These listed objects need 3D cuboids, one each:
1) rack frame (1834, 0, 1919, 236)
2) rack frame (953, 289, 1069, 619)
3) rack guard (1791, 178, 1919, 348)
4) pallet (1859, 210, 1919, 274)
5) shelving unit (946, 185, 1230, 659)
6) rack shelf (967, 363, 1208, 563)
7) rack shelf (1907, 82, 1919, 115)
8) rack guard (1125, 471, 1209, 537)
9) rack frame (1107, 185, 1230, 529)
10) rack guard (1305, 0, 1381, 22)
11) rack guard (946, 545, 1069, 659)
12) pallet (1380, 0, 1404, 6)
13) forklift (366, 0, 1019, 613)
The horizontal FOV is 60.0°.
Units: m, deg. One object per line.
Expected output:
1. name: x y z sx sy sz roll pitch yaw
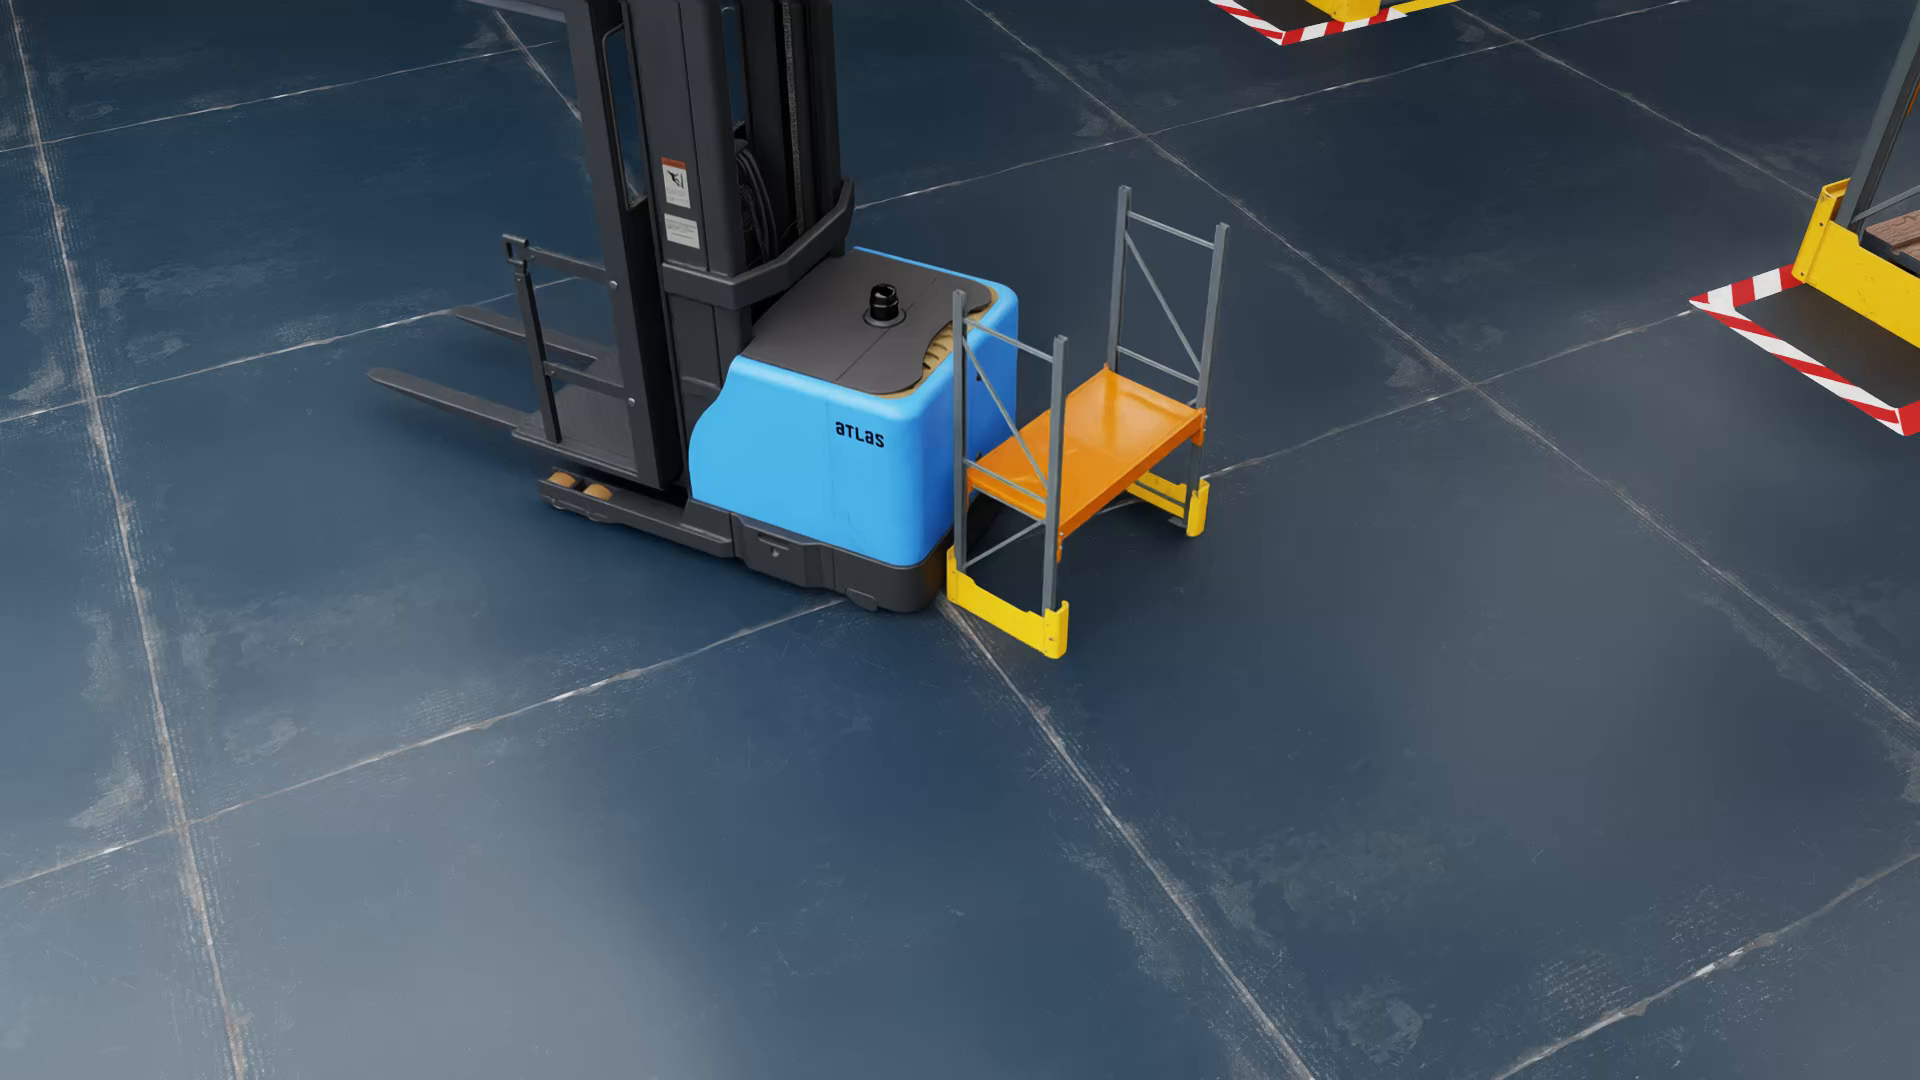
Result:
1. rack frame: 4.823 -2.253 7.590 0.127 3.000 1.000 -19 44 -21
2. rack frame: 0.175 -0.221 6.350 0.500 1.500 0.032 28 48 29
3. rack guard: 4.869 -1.349 8.456 0.348 0.500 1.175 -19 44 -21
4. pallet: 5.592 -1.478 8.832 1.213 0.211 1.003 -19 44 -21
5. shelving unit: 0.508 -0.477 6.652 0.587 1.500 1.083 28 48 29
6. rack shelf: 0.502 -0.335 6.763 0.538 0.185 1.000 28 48 29
7. rack shelf: 6.597 -2.575 8.528 4.000 0.370 1.077 -19 44 -21
8. rack guard: 0.828 -0.246 7.347 0.587 0.250 0.087 28 48 29
9. rack frame: 0.829 -0.724 6.944 0.500 1.500 0.032 28 48 29
10. rack guard: 2.517 -4.131 11.744 0.348 0.500 1.175 -19 44 -21
11. rack guard: 0.188 0.247 6.765 0.587 0.250 0.087 28 48 29
12. pallet: 3.197 -4.281 12.143 1.213 0.211 1.003 -19 44 -21
13. forklift: -1.297 -1.484 6.734 3.031 2.935 1.130 18 43 20
